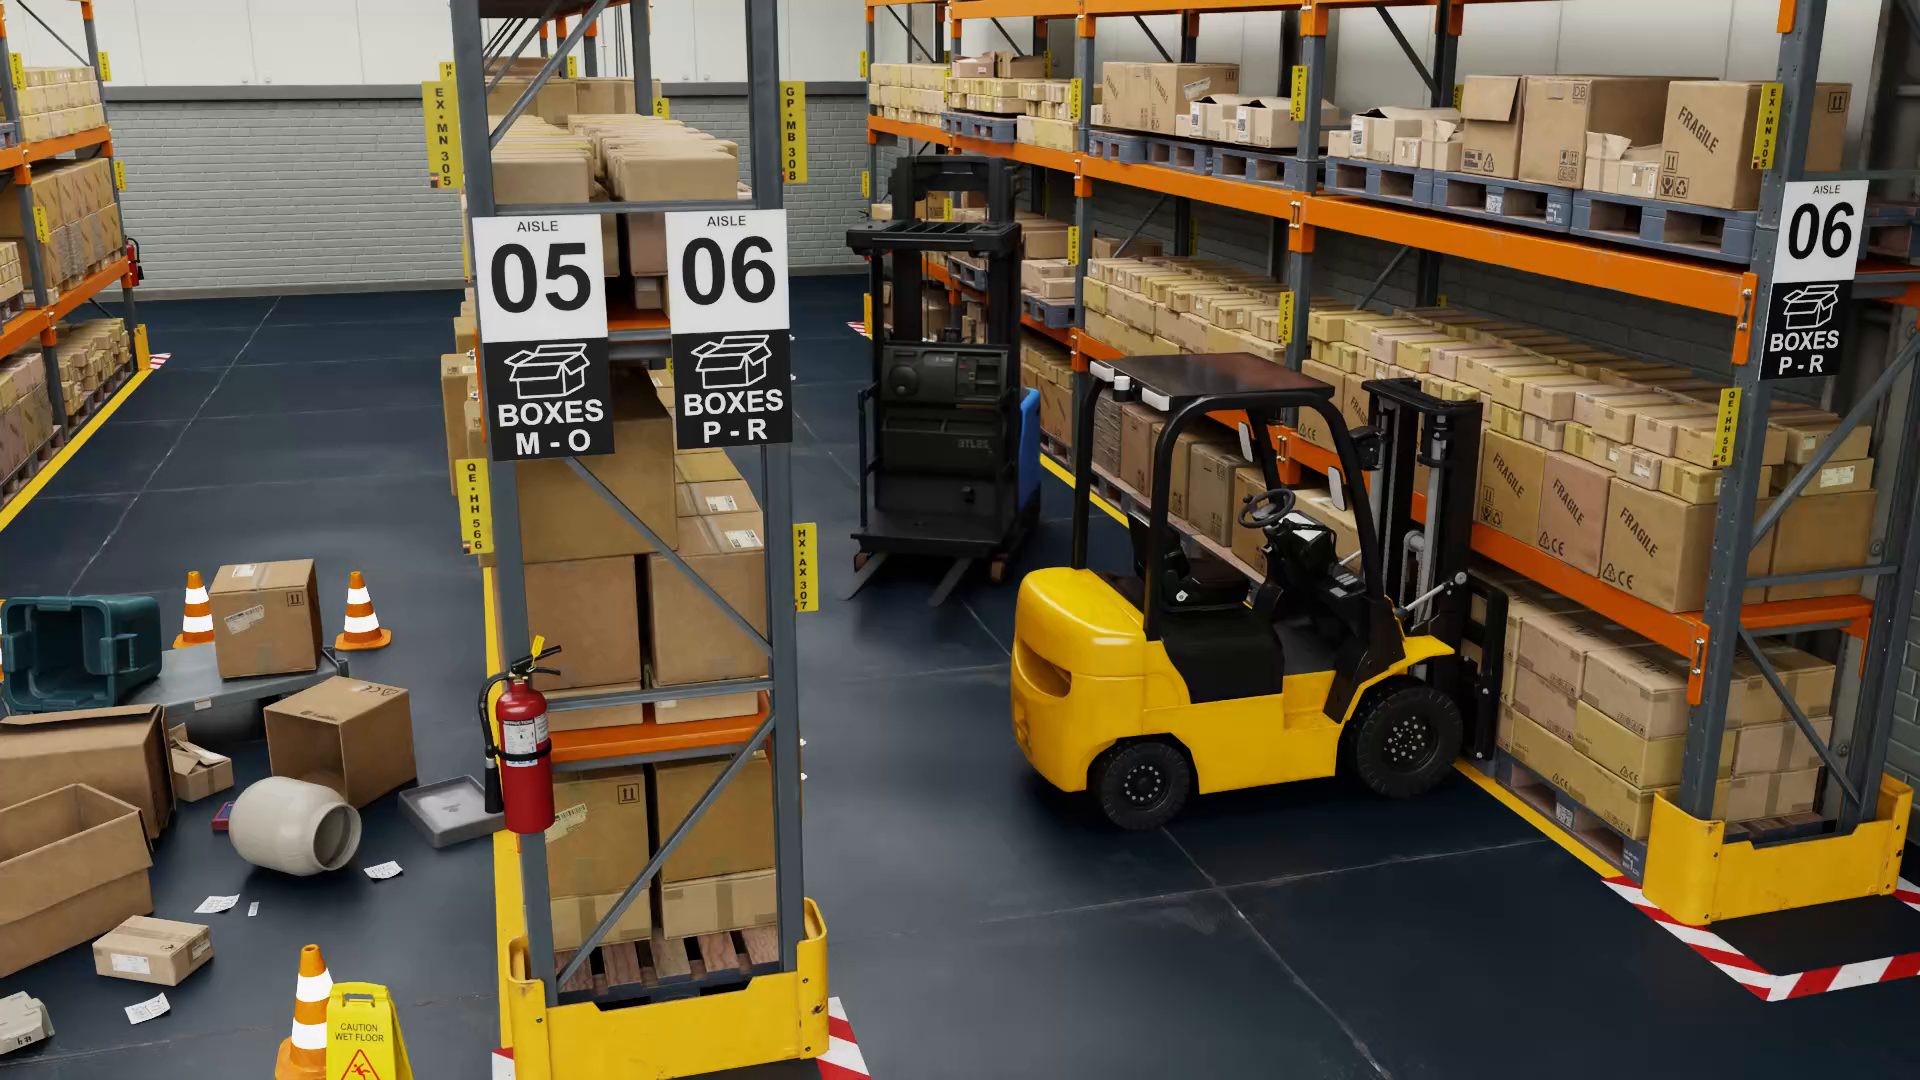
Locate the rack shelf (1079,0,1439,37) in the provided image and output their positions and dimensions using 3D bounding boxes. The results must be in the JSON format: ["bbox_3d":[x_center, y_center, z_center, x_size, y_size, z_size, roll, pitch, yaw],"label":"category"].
[{"bbox_3d":[2.045,-3.834,12.018,1.077,0.370,4.000,-5,17,-15],"label":"rack shelf"}]

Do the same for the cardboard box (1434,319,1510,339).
[{"bbox_3d":[3.087,-1.235,10.032,0.380,0.149,0.250,-5,17,-16],"label":"cardboard box"}]

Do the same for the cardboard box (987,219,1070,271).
[{"bbox_3d":[0.672,-2.893,16.467,0.700,0.500,0.500,-5,17,-16],"label":"cardboard box"}]

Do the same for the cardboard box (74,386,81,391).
[{"bbox_3d":[-9.090,-1.444,16.770,0.380,0.149,0.250,-5,17,-16],"label":"cardboard box"}]

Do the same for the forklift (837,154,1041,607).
[{"bbox_3d":[-0.155,-1.206,11.872,1.130,2.935,3.031,4,17,12],"label":"forklift"}]

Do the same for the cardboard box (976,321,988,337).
[{"bbox_3d":[0.389,-2.280,17.816,0.380,0.149,0.250,-5,17,-17],"label":"cardboard box"}]

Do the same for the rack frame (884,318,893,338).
[{"bbox_3d":[-0.509,-1.176,14.260,0.400,1.500,0.023,-14,22,-39],"label":"rack frame"}]

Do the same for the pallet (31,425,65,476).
[{"bbox_3d":[-8.892,-0.793,15.224,1.003,0.211,1.213,-5,17,-15],"label":"pallet"}]

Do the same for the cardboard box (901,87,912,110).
[{"bbox_3d":[-0.392,-5.203,19.588,0.500,0.250,0.500,-5,17,-16],"label":"cardboard box"}]

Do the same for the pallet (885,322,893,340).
[{"bbox_3d":[-0.463,-2.686,21.526,1.003,0.211,1.213,-5,17,-15],"label":"pallet"}]

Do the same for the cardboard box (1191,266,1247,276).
[{"bbox_3d":[2.105,-2.132,13.534,0.380,0.149,0.250,-5,17,-16],"label":"cardboard box"}]

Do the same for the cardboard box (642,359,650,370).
[{"bbox_3d":[-2.030,-1.094,9.958,0.500,0.500,0.500,-4,17,-14],"label":"cardboard box"}]

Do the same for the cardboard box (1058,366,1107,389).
[{"bbox_3d":[1.116,-1.481,15.156,0.380,0.149,0.250,-6,18,-18],"label":"cardboard box"}]

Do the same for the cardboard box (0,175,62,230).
[{"bbox_3d":[-9.154,-3.299,16.292,0.500,0.500,0.500,-5,18,-17],"label":"cardboard box"}]

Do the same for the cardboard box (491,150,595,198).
[{"bbox_3d":[-1.489,-1.286,5.857,0.380,0.149,0.250,-4,17,-14],"label":"cardboard box"}]

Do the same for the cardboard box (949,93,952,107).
[{"bbox_3d":[0.095,-4.608,17.396,0.380,0.149,0.250,-4,17,-14],"label":"cardboard box"}]

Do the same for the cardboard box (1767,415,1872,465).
[{"bbox_3d":[3.807,-0.448,7.410,0.380,0.149,0.250,-5,17,-16],"label":"cardboard box"}]

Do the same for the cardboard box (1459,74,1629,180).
[{"bbox_3d":[3.028,-2.131,8.536,0.797,0.503,0.637,-4,17,-13],"label":"cardboard box"}]

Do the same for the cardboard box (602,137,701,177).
[{"bbox_3d":[-1.231,-1.535,6.684,0.380,0.149,0.250,-5,17,-16],"label":"cardboard box"}]

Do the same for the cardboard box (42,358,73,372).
[{"bbox_3d":[-9.139,-1.723,16.665,0.380,0.149,0.250,-5,17,-16],"label":"cardboard box"}]

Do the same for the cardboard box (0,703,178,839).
[{"bbox_3d":[-4.260,1.143,8.035,0.797,0.637,0.503,-5,17,-15],"label":"cardboard box"}]

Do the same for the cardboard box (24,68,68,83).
[{"bbox_3d":[-9.511,-4.820,17.268,0.380,0.149,0.250,-4,17,-14],"label":"cardboard box"}]

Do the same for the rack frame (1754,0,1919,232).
[{"bbox_3d":[3.694,-2.710,6.332,1.000,3.000,0.127,-5,17,-15],"label":"rack frame"}]

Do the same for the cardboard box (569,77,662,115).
[{"bbox_3d":[-2.099,-2.686,10.127,0.500,0.250,0.500,-5,17,-16],"label":"cardboard box"}]

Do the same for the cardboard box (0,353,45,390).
[{"bbox_3d":[-8.660,-1.521,15.112,0.500,0.250,0.500,-5,17,-17],"label":"cardboard box"}]

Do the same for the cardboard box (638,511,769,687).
[{"bbox_3d":[-0.942,0.213,6.338,0.500,0.500,0.500,-5,17,-16],"label":"cardboard box"}]

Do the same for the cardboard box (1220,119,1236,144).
[{"bbox_3d":[2.000,-2.789,11.341,0.380,0.149,0.250,-5,17,-15],"label":"cardboard box"}]

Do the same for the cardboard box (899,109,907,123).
[{"bbox_3d":[-0.512,-5.041,19.742,0.380,0.149,0.250,-5,17,-15],"label":"cardboard box"}]

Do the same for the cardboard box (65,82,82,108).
[{"bbox_3d":[-9.556,-4.664,17.441,0.500,0.250,0.500,-4,17,-14],"label":"cardboard box"}]

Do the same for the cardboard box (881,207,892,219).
[{"bbox_3d":[-0.699,-4.047,20.955,0.500,0.250,0.500,-5,17,-15],"label":"cardboard box"}]

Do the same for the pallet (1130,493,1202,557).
[{"bbox_3d":[2.015,-0.147,13.074,1.003,0.211,1.213,-5,17,-15],"label":"pallet"}]

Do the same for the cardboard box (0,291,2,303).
[{"bbox_3d":[-8.601,-2.120,14.502,0.380,0.149,0.250,-6,18,-18],"label":"cardboard box"}]

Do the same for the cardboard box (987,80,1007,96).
[{"bbox_3d":[0.476,-4.396,16.174,0.380,0.149,0.250,-5,17,-15],"label":"cardboard box"}]

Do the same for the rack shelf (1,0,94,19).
[{"bbox_3d":[-9.657,-5.424,16.622,1.077,0.370,4.000,-5,17,-15],"label":"rack shelf"}]

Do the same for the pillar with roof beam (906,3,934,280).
[{"bbox_3d":[-4.717,-7.613,22.653,9.100,9.000,0.400,-5,17,-15],"label":"pillar with roof beam"}]

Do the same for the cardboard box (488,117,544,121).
[{"bbox_3d":[-2.305,-2.066,8.451,0.380,0.149,0.250,-4,17,-14],"label":"cardboard box"}]

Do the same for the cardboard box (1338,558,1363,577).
[{"bbox_3d":[2.571,0.230,10.152,0.500,0.250,0.500,-5,17,-16],"label":"cardboard box"}]

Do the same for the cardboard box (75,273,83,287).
[{"bbox_3d":[-9.279,-2.688,17.123,0.380,0.149,0.250,-4,17,-13],"label":"cardboard box"}]

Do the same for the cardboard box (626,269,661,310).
[{"bbox_3d":[-1.015,-0.943,6.099,0.380,0.149,0.250,-5,18,-17],"label":"cardboard box"}]

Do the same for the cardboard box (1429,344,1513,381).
[{"bbox_3d":[2.827,-0.983,9.191,0.380,0.149,0.250,-5,17,-15],"label":"cardboard box"}]

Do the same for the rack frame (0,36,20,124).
[{"bbox_3d":[-9.108,-5.217,14.677,1.000,3.000,0.127,-5,17,-15],"label":"rack frame"}]

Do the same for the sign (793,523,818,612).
[{"bbox_3d":[-0.556,0.099,5.904,0.100,0.325,0.005,-5,17,-15],"label":"sign"}]

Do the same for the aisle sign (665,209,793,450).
[{"bbox_3d":[-0.763,-0.696,5.536,0.394,0.787,0.004,-5,17,-15],"label":"aisle sign"}]

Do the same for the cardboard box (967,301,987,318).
[{"bbox_3d":[0.297,-2.498,18.024,0.380,0.149,0.250,-5,17,-16],"label":"cardboard box"}]

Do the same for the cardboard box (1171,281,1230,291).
[{"bbox_3d":[1.829,-1.876,12.684,0.380,0.149,0.250,-5,17,-15],"label":"cardboard box"}]

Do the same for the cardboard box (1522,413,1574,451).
[{"bbox_3d":[3.042,-0.554,8.280,0.380,0.149,0.250,-5,18,-17],"label":"cardboard box"}]

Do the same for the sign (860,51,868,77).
[{"bbox_3d":[-1.225,-6.075,21.229,0.100,0.325,0.005,-5,17,-15],"label":"sign"}]

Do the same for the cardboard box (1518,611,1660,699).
[{"bbox_3d":[3.121,0.556,8.197,0.500,0.250,0.500,-4,17,-14],"label":"cardboard box"}]

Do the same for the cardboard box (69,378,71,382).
[{"bbox_3d":[-9.157,-1.575,16.689,0.380,0.149,0.250,-5,17,-16],"label":"cardboard box"}]

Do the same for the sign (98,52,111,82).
[{"bbox_3d":[-9.668,-5.349,18.792,0.100,0.325,0.005,-5,17,-15],"label":"sign"}]

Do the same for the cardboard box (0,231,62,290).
[{"bbox_3d":[-9.001,-2.691,16.005,0.500,0.500,0.500,-5,17,-16],"label":"cardboard box"}]

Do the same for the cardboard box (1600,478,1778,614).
[{"bbox_3d":[3.306,0.000,7.565,0.500,0.500,0.500,-5,17,-16],"label":"cardboard box"}]

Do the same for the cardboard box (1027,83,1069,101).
[{"bbox_3d":[0.831,-4.109,15.254,0.380,0.149,0.250,-5,17,-16],"label":"cardboard box"}]

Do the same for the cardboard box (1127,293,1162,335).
[{"bbox_3d":[1.645,-1.791,13.091,0.500,0.250,0.500,-5,17,-17],"label":"cardboard box"}]

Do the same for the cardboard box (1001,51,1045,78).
[{"bbox_3d":[0.650,-4.913,17.175,0.396,0.266,0.258,-5,17,-15],"label":"cardboard box"}]

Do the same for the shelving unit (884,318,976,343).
[{"bbox_3d":[-0.268,-1.097,13.997,0.431,1.500,0.755,-14,22,-39],"label":"shelving unit"}]

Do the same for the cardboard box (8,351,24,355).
[{"bbox_3d":[-9.799,-1.823,17.000,0.380,0.149,0.250,-6,18,-18],"label":"cardboard box"}]
